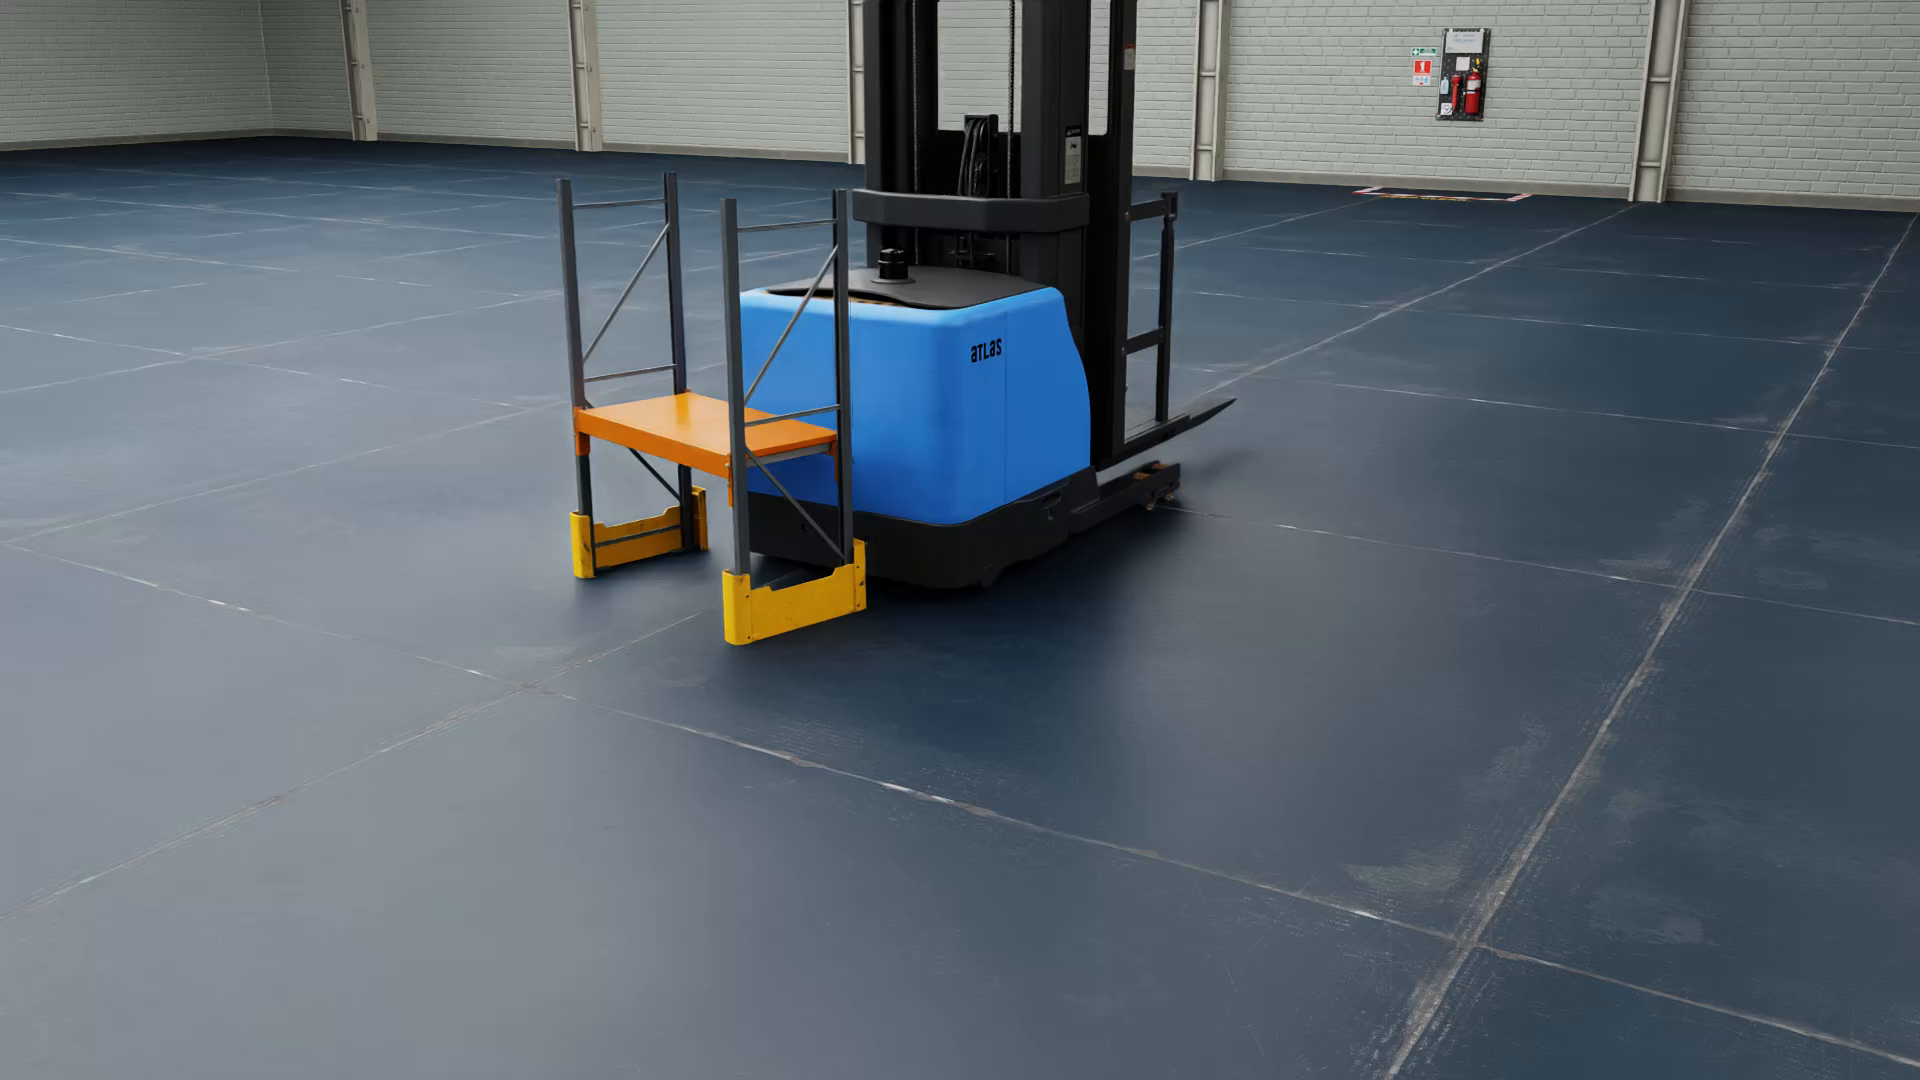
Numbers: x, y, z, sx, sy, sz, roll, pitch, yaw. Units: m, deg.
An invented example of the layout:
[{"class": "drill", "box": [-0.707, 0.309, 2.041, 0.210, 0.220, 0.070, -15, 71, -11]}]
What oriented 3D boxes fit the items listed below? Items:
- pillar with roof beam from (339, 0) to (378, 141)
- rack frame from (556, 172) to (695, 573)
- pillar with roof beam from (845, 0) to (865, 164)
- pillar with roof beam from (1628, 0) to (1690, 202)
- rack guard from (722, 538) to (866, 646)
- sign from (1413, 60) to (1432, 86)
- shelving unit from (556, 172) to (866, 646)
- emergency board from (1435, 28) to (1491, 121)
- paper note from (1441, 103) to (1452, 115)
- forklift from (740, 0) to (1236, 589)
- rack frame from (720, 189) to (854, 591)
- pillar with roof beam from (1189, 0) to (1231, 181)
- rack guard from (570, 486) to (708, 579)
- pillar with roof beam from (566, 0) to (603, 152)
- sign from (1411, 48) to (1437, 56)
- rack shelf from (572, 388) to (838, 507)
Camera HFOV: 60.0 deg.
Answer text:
[{"class": "pillar with roof beam", "box": [-14.042, -11.170, 28.171, 0.400, 9.000, 9.100, 10, 20, 30]}, {"class": "rack frame", "box": [-1.271, -0.636, 6.393, 0.500, 1.500, 0.032, -15, 23, -41]}, {"class": "pillar with roof beam", "box": [-3.816, -9.345, 22.162, 0.400, 9.000, 9.100, 10, 20, 30]}, {"class": "pillar with roof beam", "box": [6.409, -7.520, 16.153, 0.400, 9.000, 9.100, 10, 20, 30]}, {"class": "rack guard", "box": [-0.576, 0.178, 5.866, 0.587, 0.250, 0.087, -15, 23, -41]}, {"class": "sign", "box": [6.159, -6.227, 22.160, 0.234, 0.329, 0.001, 10, 20, 30]}, {"class": "shelving unit", "box": [-0.917, -0.526, 6.032, 0.587, 1.500, 1.083, -15, 23, -41]}, {"class": "emergency board", "box": [6.576, -6.101, 21.804, 0.643, 1.169, 0.194, 10, 20, 30]}, {"class": "paper note", "box": [6.462, -5.723, 22.077, 0.142, 0.148, 0.016, 10, 20, 30]}, {"class": "forklift", "box": [0.335, -1.597, 7.097, 1.130, 2.935, 3.031, 10, 20, 30]}, {"class": "rack frame", "box": [-0.576, -0.420, 5.684, 0.500, 1.500, 0.032, -15, 23, -41]}, {"class": "pillar with roof beam", "box": [1.297, -8.432, 19.158, 0.400, 9.000, 9.100, 10, 20, 30]}, {"class": "rack guard", "box": [-1.258, -0.033, 6.561, 0.587, 0.250, 0.087, -15, 23, -41]}, {"class": "pillar with roof beam", "box": [-8.929, -10.257, 25.167, 0.400, 9.000, 9.100, 10, 20, 30]}, {"class": "sign", "box": [6.158, -6.478, 22.073, 0.331, 0.109, 0.001, 10, 20, 30]}, {"class": "rack shelf", "box": [-0.923, -0.356, 6.091, 0.538, 0.185, 1.000, -15, 23, -41]}]
